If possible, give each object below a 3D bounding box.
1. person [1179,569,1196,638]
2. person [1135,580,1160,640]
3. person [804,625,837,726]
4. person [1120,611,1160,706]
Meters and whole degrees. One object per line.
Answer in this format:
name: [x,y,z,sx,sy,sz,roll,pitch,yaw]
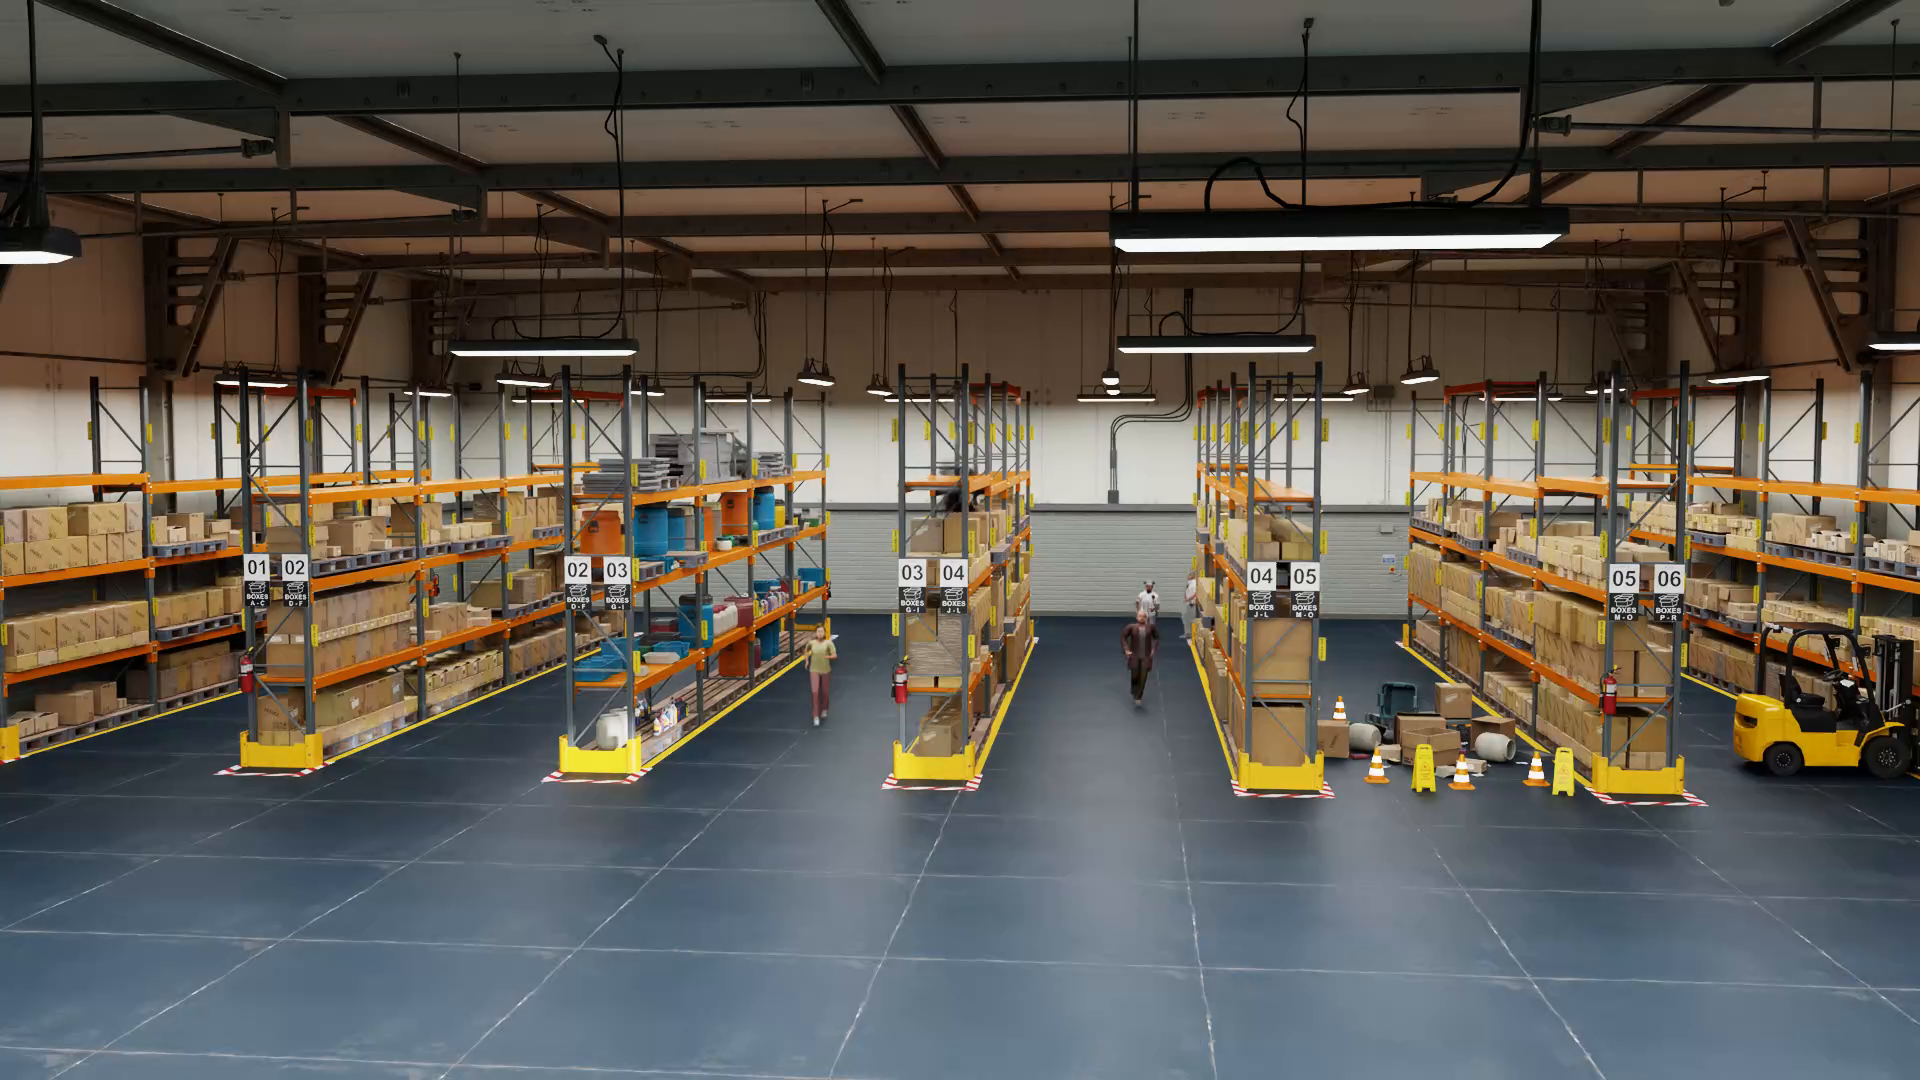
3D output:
person: [5.711,1.556,40.535,0.745,1.739,0.698,1,4,10]
person: [4.285,1.741,37.926,0.562,1.658,0.564,0,4,5]
person: [-2.405,2.300,28.710,0.568,1.678,0.940,0,4,-4]
person: [3.343,2.208,30.827,0.735,1.657,0.680,0,4,-1]
